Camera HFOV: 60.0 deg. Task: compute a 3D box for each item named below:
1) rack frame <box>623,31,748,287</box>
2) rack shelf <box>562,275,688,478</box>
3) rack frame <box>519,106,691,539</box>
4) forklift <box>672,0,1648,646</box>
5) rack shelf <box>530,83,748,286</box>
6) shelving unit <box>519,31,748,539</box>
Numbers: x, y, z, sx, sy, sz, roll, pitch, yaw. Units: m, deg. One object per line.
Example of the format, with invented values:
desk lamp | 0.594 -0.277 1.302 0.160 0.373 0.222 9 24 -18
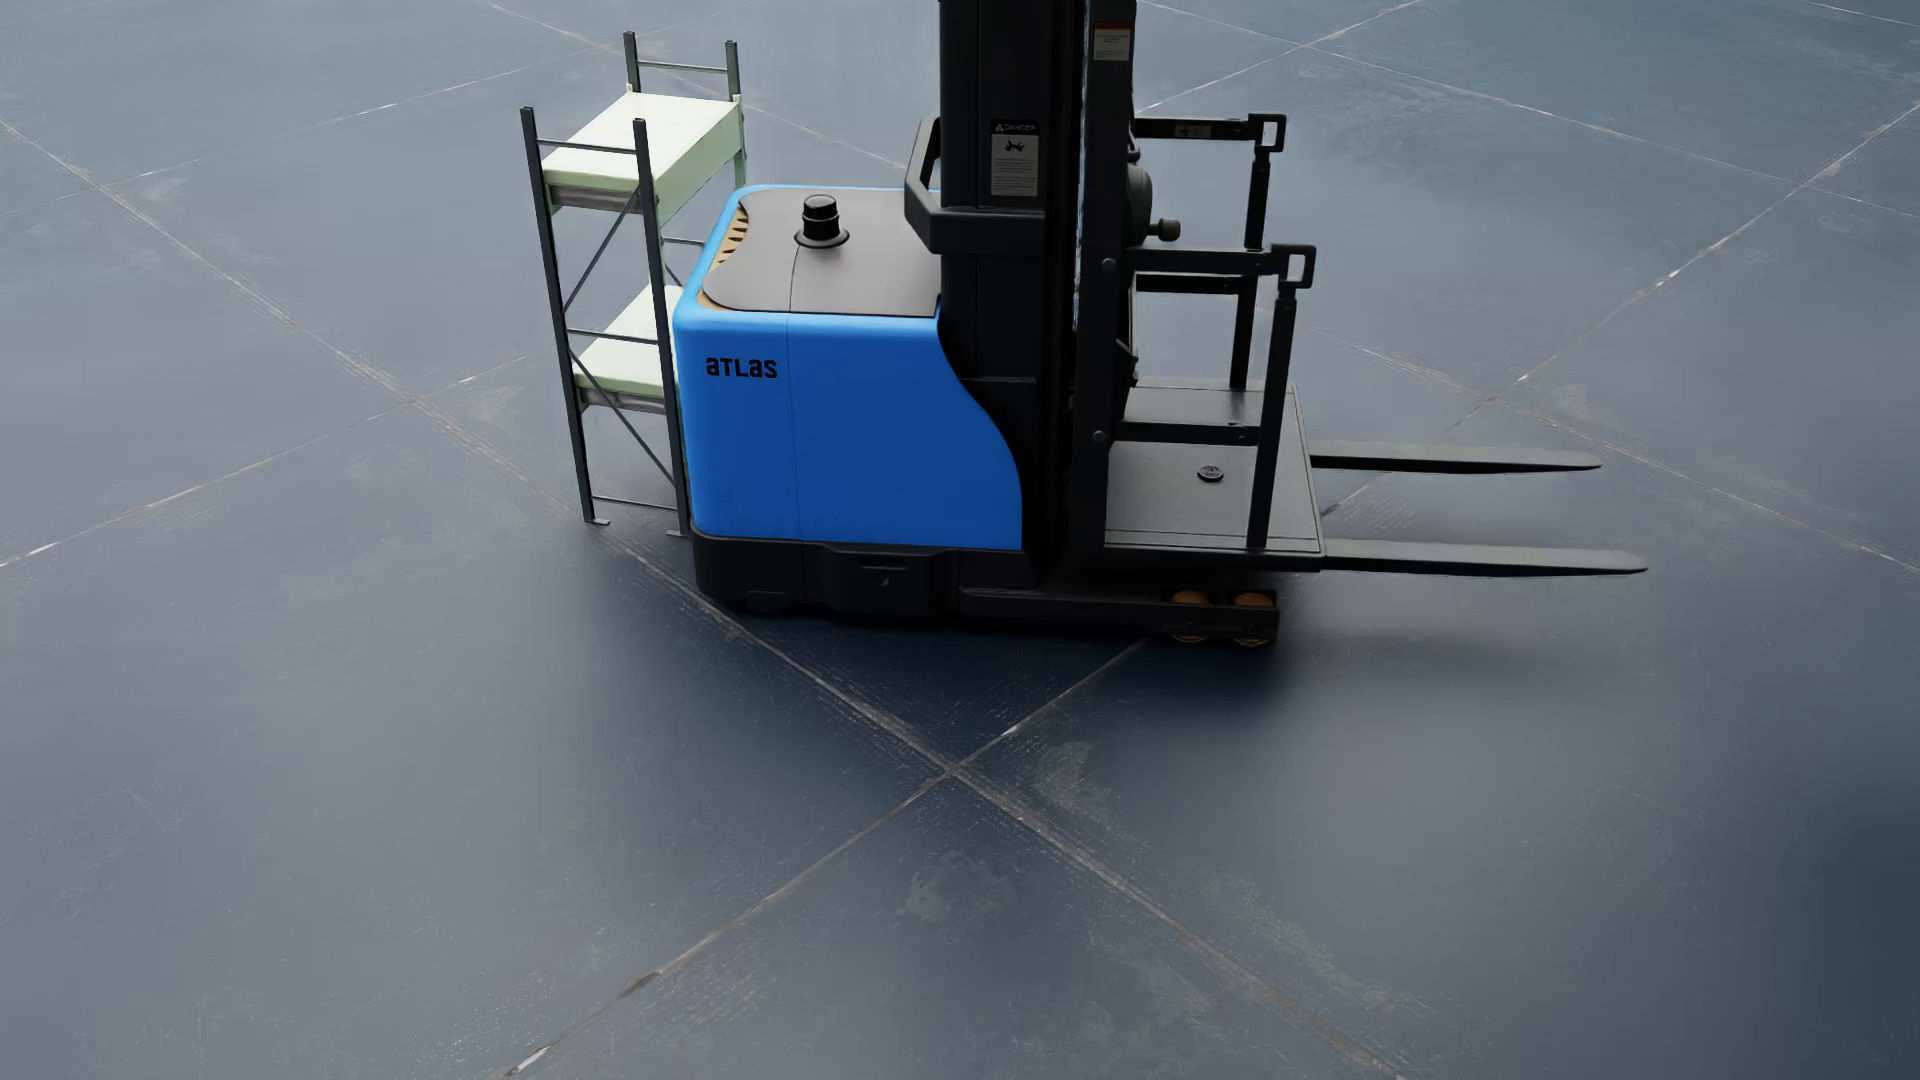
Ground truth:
rack frame | -0.933 -1.059 5.957 0.400 1.500 0.023 9 36 12
rack shelf | -1.029 -0.589 5.854 0.431 0.370 0.720 9 36 12
rack frame | -1.125 -0.655 5.377 0.400 1.500 0.023 9 36 12
forklift | 0.682 -1.186 4.888 3.031 2.935 1.130 3 35 4
rack shelf | -1.029 -1.177 5.444 0.431 0.370 0.720 9 36 12
shelving unit | -1.029 -0.857 5.667 0.431 1.500 0.755 9 36 12
